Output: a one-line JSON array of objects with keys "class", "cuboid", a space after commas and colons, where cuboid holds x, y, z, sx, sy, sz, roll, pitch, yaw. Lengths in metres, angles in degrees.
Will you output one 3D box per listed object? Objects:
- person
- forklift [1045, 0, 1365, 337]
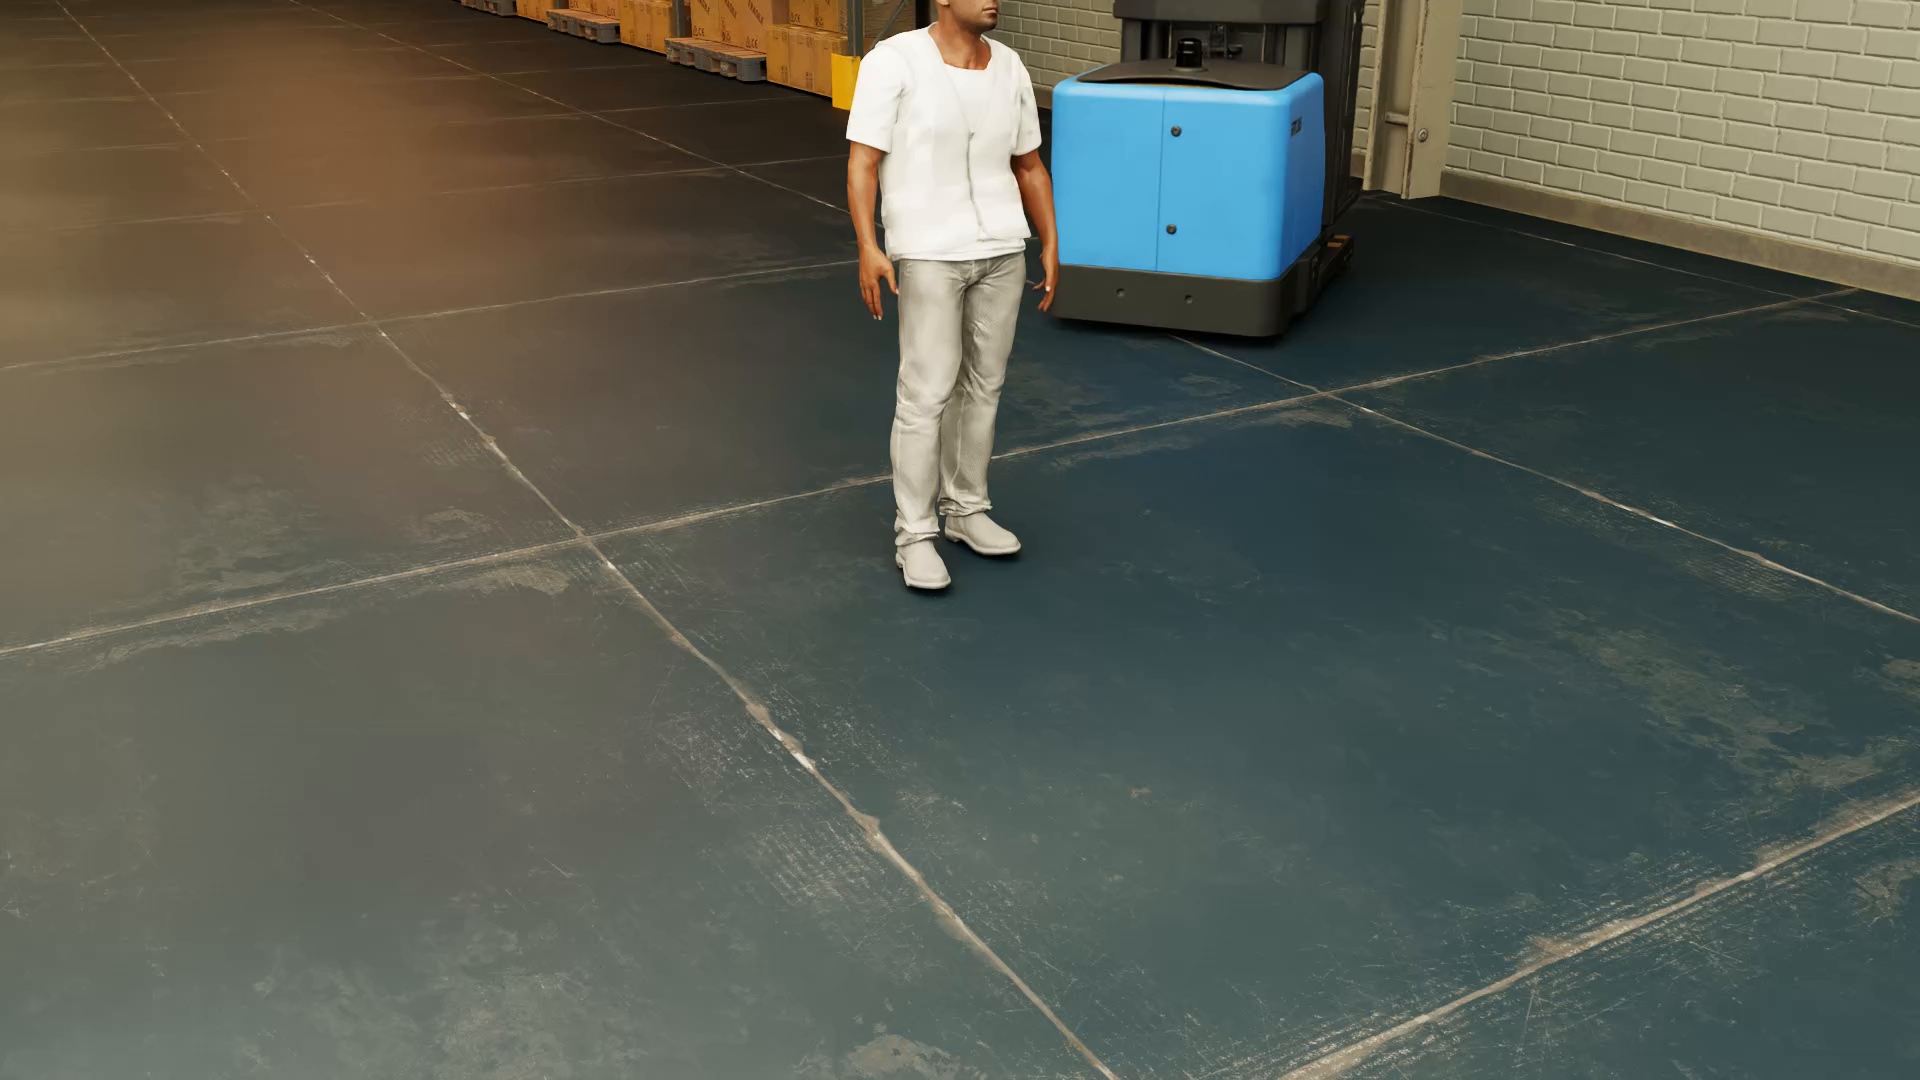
[{"class": "person", "cuboid": [0.027, -0.799, 4.737, 0.660, 1.765, 0.577, -12, 25, -28]}, {"class": "forklift", "cuboid": [1.391, -2.745, 7.963, 1.130, 2.935, 3.031, 9, 24, 20]}]
